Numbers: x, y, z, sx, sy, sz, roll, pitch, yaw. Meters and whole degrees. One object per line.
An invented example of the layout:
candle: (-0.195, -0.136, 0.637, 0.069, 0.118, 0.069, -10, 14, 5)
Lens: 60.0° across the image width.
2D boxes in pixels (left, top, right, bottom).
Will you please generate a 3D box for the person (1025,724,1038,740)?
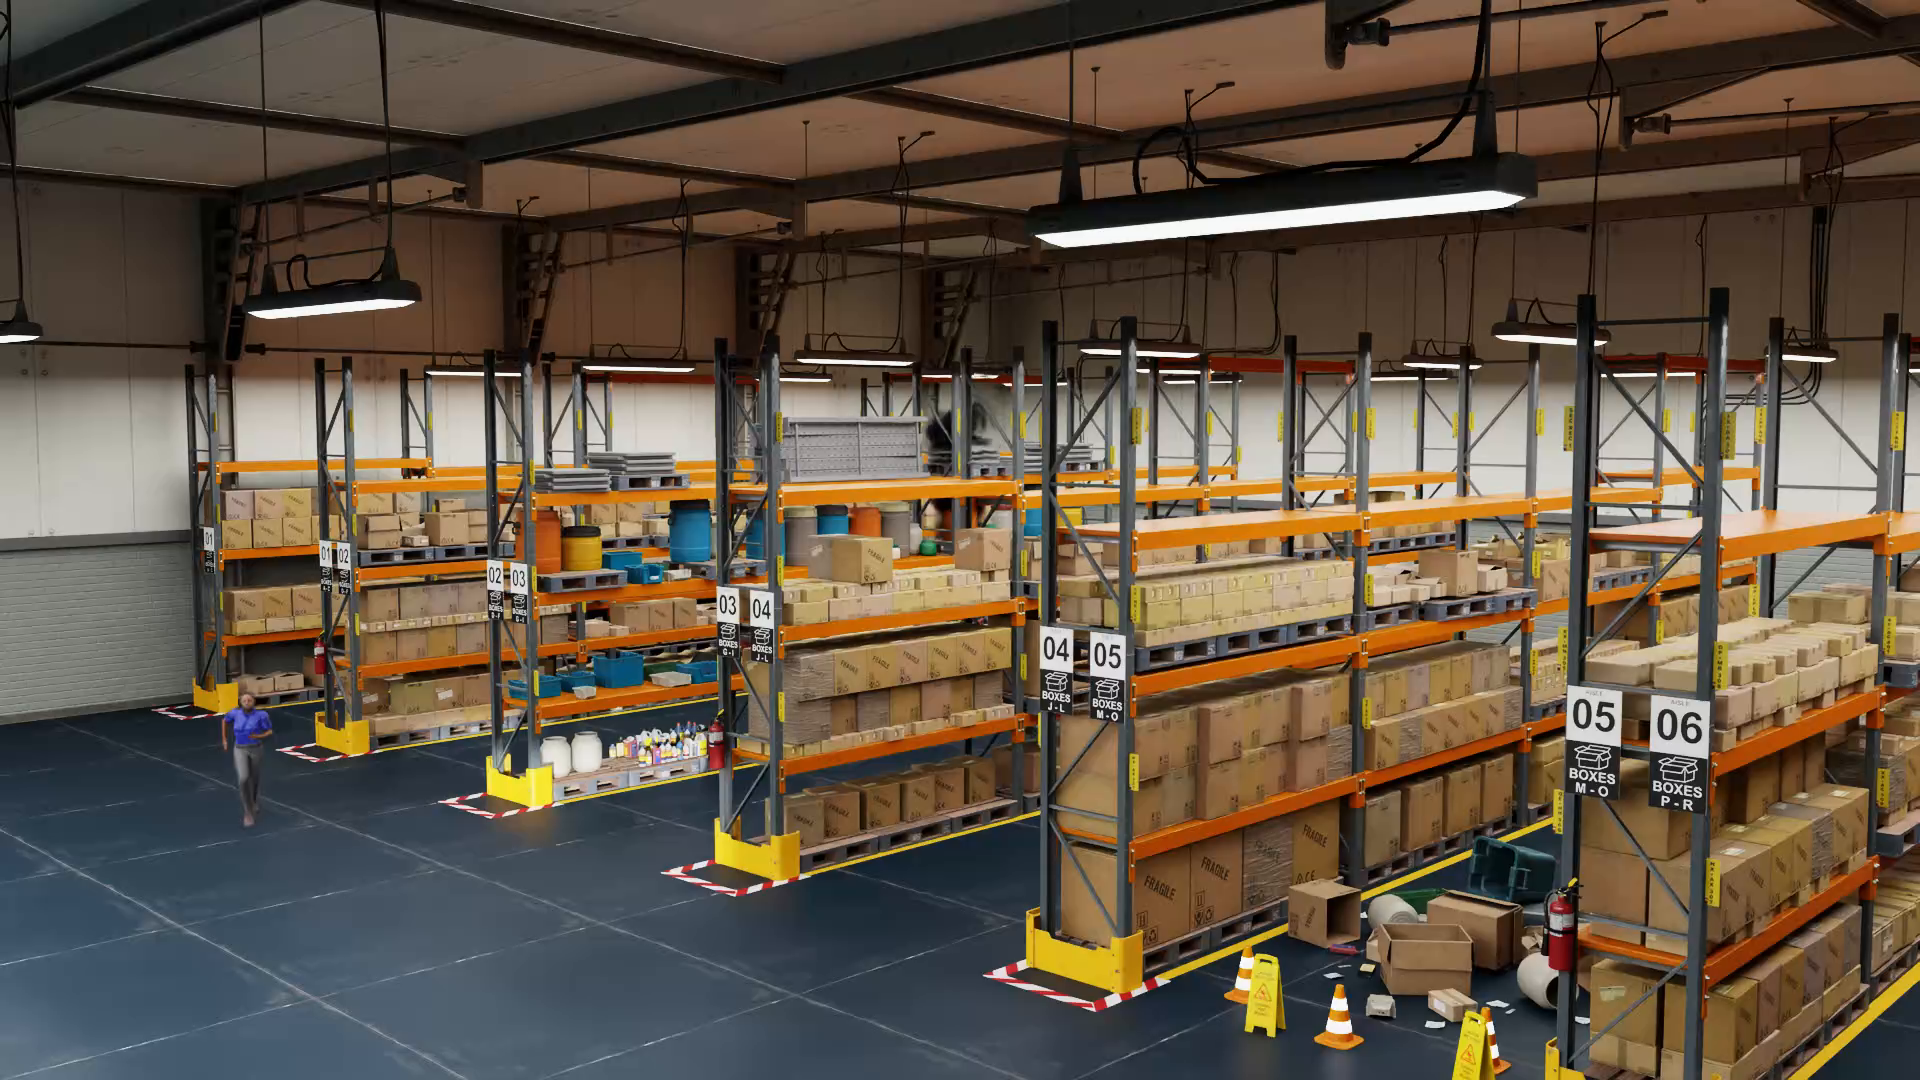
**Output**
person: (1.093, 2.385, 24.780, 0.681, 1.739, 0.624, 4, 6, 40)

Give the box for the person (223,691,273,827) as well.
person: (-9.023, 2.739, 21.093, 0.599, 1.697, 0.845, -2, 5, -21)
